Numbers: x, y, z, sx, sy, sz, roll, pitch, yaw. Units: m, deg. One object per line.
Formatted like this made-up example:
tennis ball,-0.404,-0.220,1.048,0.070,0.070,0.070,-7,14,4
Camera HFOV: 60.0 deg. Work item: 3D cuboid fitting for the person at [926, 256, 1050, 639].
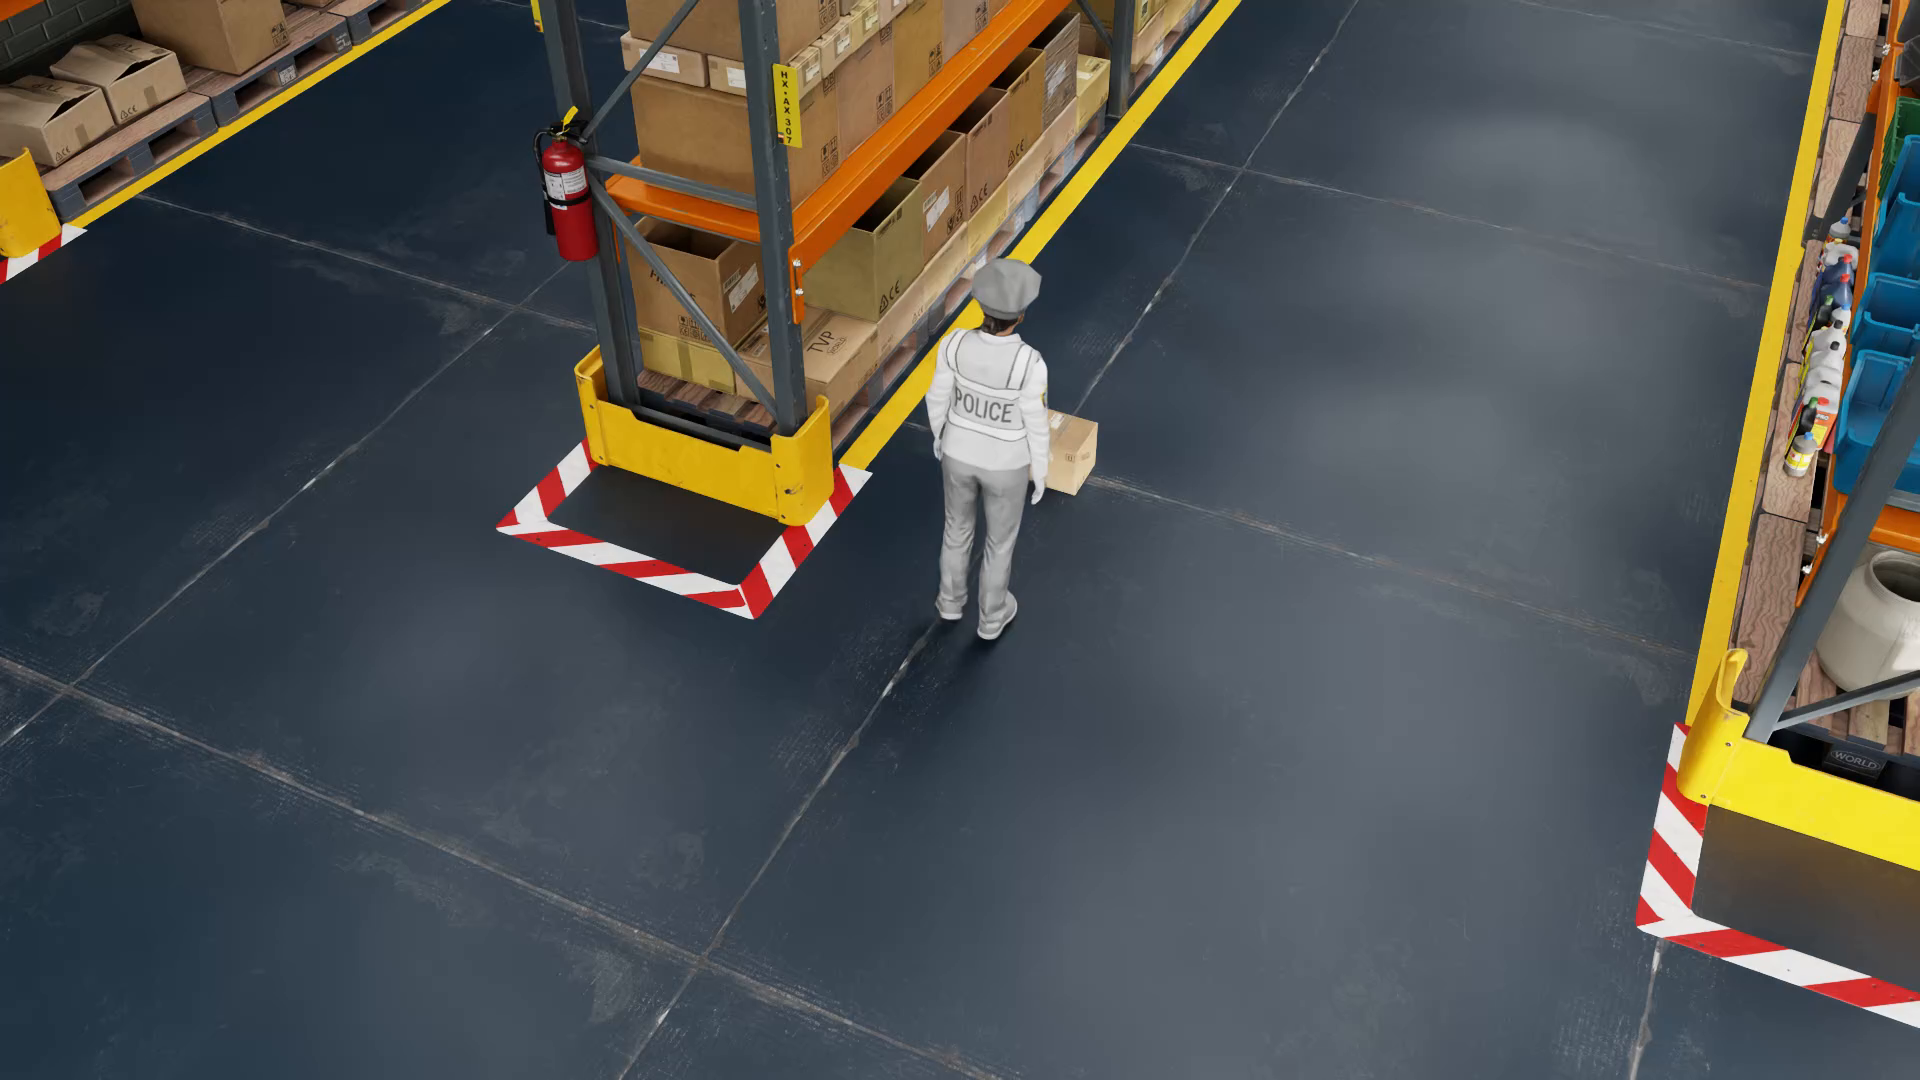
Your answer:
person,0.110,-0.304,6.505,0.510,1.720,0.362,18,45,19
